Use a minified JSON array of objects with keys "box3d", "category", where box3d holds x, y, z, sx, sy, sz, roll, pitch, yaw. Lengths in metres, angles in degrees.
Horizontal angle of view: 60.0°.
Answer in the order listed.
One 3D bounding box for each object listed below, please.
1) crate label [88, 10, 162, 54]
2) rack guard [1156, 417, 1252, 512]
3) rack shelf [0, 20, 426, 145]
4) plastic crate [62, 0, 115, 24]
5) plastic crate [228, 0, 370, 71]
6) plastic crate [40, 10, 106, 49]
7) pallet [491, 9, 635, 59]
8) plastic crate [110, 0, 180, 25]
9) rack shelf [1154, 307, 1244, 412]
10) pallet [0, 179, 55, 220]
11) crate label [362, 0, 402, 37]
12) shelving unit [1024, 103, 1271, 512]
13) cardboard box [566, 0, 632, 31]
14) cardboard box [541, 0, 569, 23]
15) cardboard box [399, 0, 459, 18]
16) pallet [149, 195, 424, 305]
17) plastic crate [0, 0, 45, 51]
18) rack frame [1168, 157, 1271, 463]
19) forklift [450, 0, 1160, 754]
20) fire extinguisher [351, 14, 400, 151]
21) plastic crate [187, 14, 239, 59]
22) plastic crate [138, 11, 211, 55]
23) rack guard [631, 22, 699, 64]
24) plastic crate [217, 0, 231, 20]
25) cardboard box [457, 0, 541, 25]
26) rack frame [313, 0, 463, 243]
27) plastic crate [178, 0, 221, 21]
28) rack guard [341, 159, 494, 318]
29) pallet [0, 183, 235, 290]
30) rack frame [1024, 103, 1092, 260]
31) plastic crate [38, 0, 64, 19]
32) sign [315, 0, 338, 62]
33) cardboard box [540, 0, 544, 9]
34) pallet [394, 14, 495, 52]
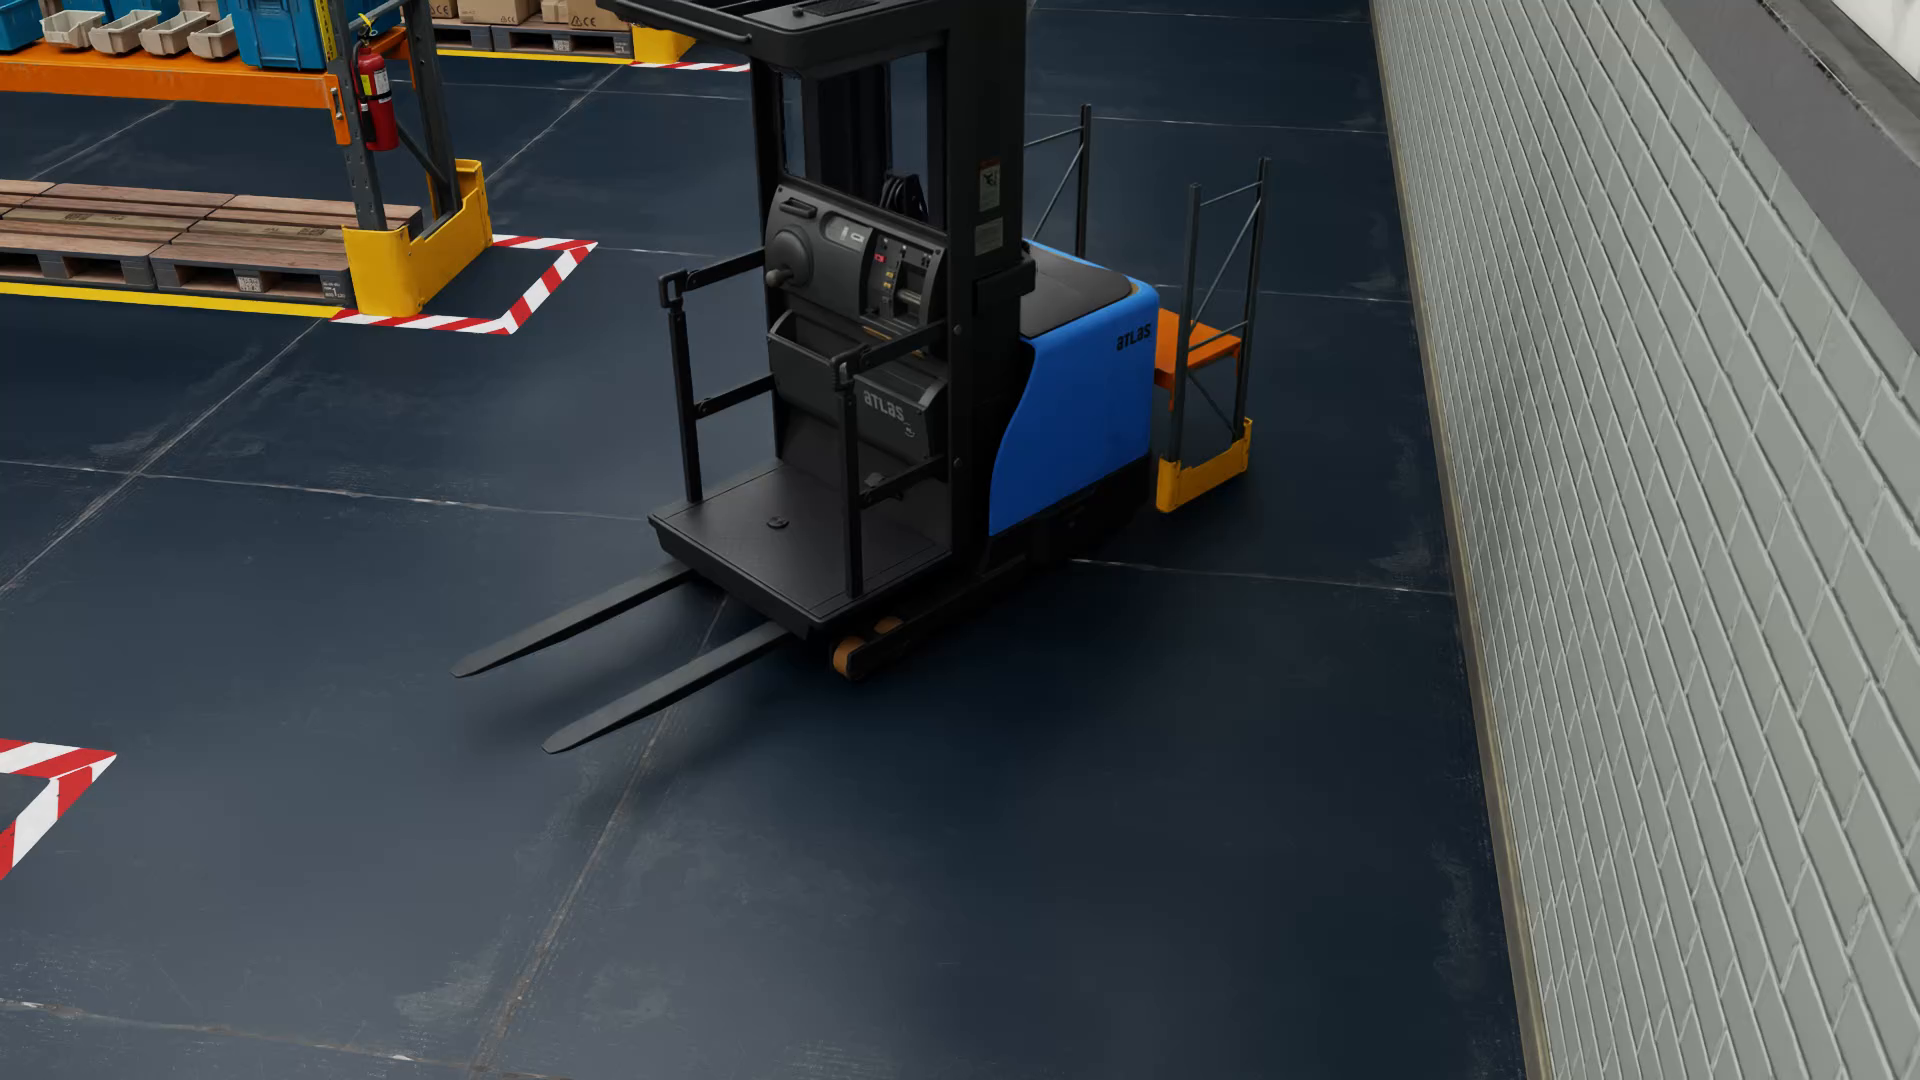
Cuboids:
[{"box3d":[-4.526,-2.751,9.010,0.243,0.136,0.396,5,32,8],"category":"crate label"},{"box3d":[1.113,-0.350,7.572,0.587,0.250,0.087,-27,41,-36],"category":"rack guard"},{"box3d":[-5.101,-2.688,9.395,4.000,0.370,1.077,5,32,8],"category":"rack shelf"},{"box3d":[-4.911,-3.107,9.488,0.300,0.233,0.416,5,32,8],"category":"plastic crate"},{"box3d":[-3.491,-2.787,8.785,0.499,0.435,0.616,5,32,8],"category":"plastic crate"},{"box3d":[-4.821,-2.768,9.037,0.250,0.136,0.298,5,32,8],"category":"plastic crate"},{"box3d":[-3.153,-4.300,13.921,1.213,0.211,1.003,5,32,8],"category":"pallet"},{"box3d":[-4.615,-3.080,9.445,0.300,0.233,0.416,5,32,8],"category":"plastic crate"},{"box3d":[0.763,-0.922,7.647,0.538,0.185,1.000,-27,41,-36],"category":"rack shelf"},{"box3d":[-6.341,-1.944,10.156,1.213,0.211,1.003,5,32,8],"category":"pallet"},{"box3d":[-3.317,-2.963,9.257,0.303,0.233,0.416,5,32,8],"category":"crate label"},{"box3d":[0.769,-1.071,7.546,0.587,1.500,1.083,-27,41,-36],"category":"shelving unit"},{"box3d":[-2.870,-4.451,13.475,0.500,0.500,0.500,5,32,8],"category":"cardboard box"},{"box3d":[-3.254,-4.393,13.697,0.250,0.166,0.380,5,32,8],"category":"cardboard box"},{"box3d":[-4.383,-4.725,13.909,0.637,0.503,0.797,5,32,8],"category":"cardboard box"},{"box3d":[-3.936,-1.726,9.809,1.213,0.211,1.003,5,32,8],"category":"pallet"},{"box3d":[-5.197,-2.818,9.026,0.300,0.233,0.416,5,32,8],"category":"plastic crate"},{"box3d":[1.115,-0.879,7.240,0.500,1.500,0.032,-27,41,-36],"category":"rack frame"},{"box3d":[-0.555,-1.015,6.110,3.031,2.935,1.130,-28,41,-37],"category":"forklift"},{"box3d":[-3.057,-2.372,8.637,0.183,0.674,0.296,5,32,8],"category":"fire extinguisher"},{"box3d":[-3.964,-2.706,8.938,0.243,0.136,0.396,5,32,8],"category":"plastic crate"},{"box3d":[-4.247,-2.739,8.991,0.243,0.136,0.396,5,32,8],"category":"plastic crate"},{"box3d":[-2.367,-4.352,13.731,0.348,0.500,1.175,5,32,8],"category":"rack guard"},{"box3d":[-3.966,-3.022,9.351,0.300,0.233,0.416,5,32,8],"category":"plastic crate"},{"box3d":[-3.801,-4.446,13.702,0.500,0.250,0.500,5,32,8],"category":"cardboard box"},{"box3d":[-3.129,-2.814,8.919,0.127,3.000,1.000,5,32,8],"category":"rack frame"},{"box3d":[-4.288,-3.054,9.495,0.298,0.136,0.250,5,32,8],"category":"plastic crate"},{"box3d":[-3.104,-1.759,9.589,0.348,0.500,1.175,5,32,8],"category":"rack guard"},{"box3d":[-5.135,-1.836,9.984,1.213,0.211,1.003,5,32,8],"category":"pallet"},{"box3d":[0.411,-1.269,7.863,0.500,1.500,0.032,-27,41,-36],"category":"rack frame"},{"box3d":[-5.305,-3.087,9.546,0.466,0.136,0.293,5,32,8],"category":"plastic crate"},{"box3d":[-3.206,-2.594,8.413,0.005,0.325,0.100,5,32,8],"category":"sign"},{"box3d":[-3.274,-4.667,14.056,0.500,0.250,0.500,5,32,8],"category":"cardboard box"},{"box3d":[-4.352,-4.410,14.097,1.213,0.211,1.003,5,32,8],"category":"pallet"}]
